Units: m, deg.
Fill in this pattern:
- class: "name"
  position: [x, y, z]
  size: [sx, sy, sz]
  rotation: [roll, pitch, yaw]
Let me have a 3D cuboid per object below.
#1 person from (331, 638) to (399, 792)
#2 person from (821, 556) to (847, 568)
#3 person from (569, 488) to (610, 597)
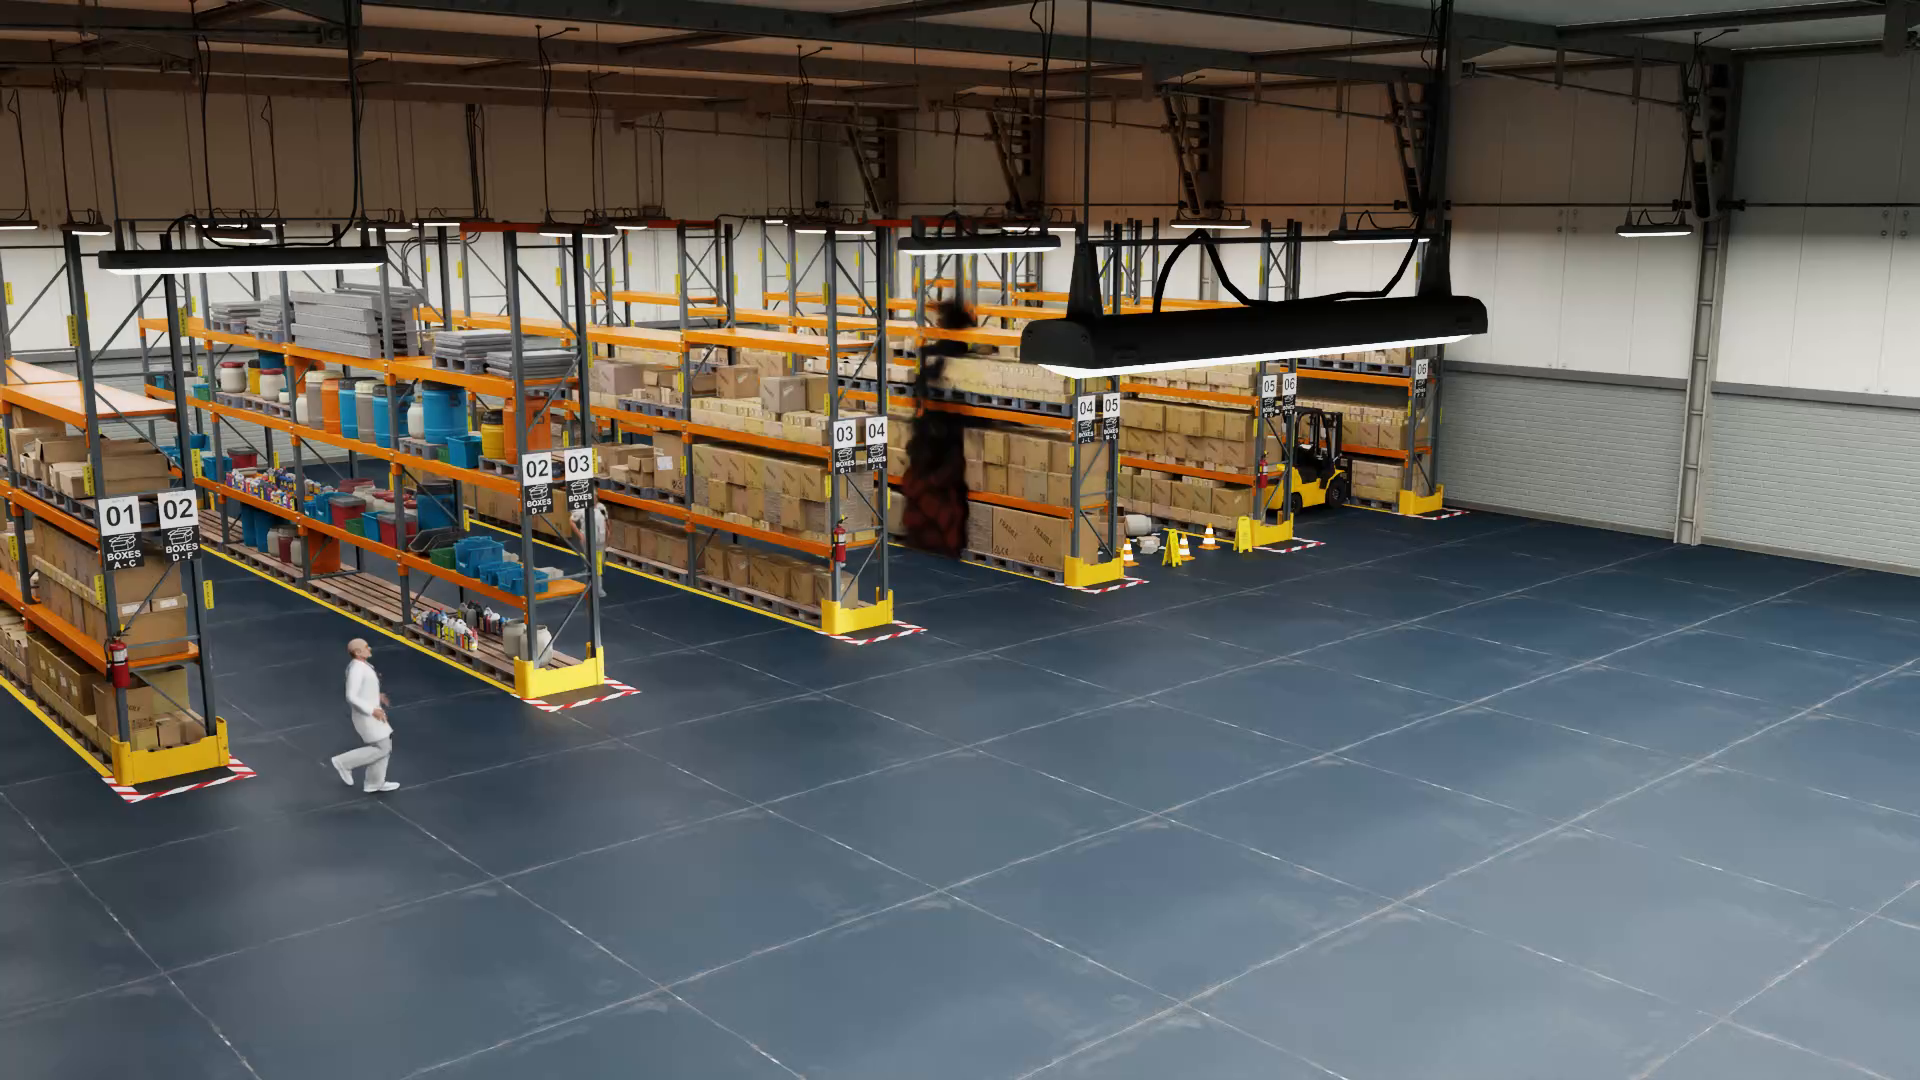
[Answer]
- class: "person"
  position: [-6.495, 1.912, 18.054]
  size: [0.673, 1.733, 0.709]
  rotation: [-4, 12, -19]
- class: "person"
  position: [-2.320, -0.386, 29.561]
  size: [0.822, 1.675, 0.579]
  rotation: [10, 15, 40]
- class: "person"
  position: [-6.073, 0.003, 27.446]
  size: [0.674, 1.783, 0.803]
  rotation: [-11, 15, -42]
